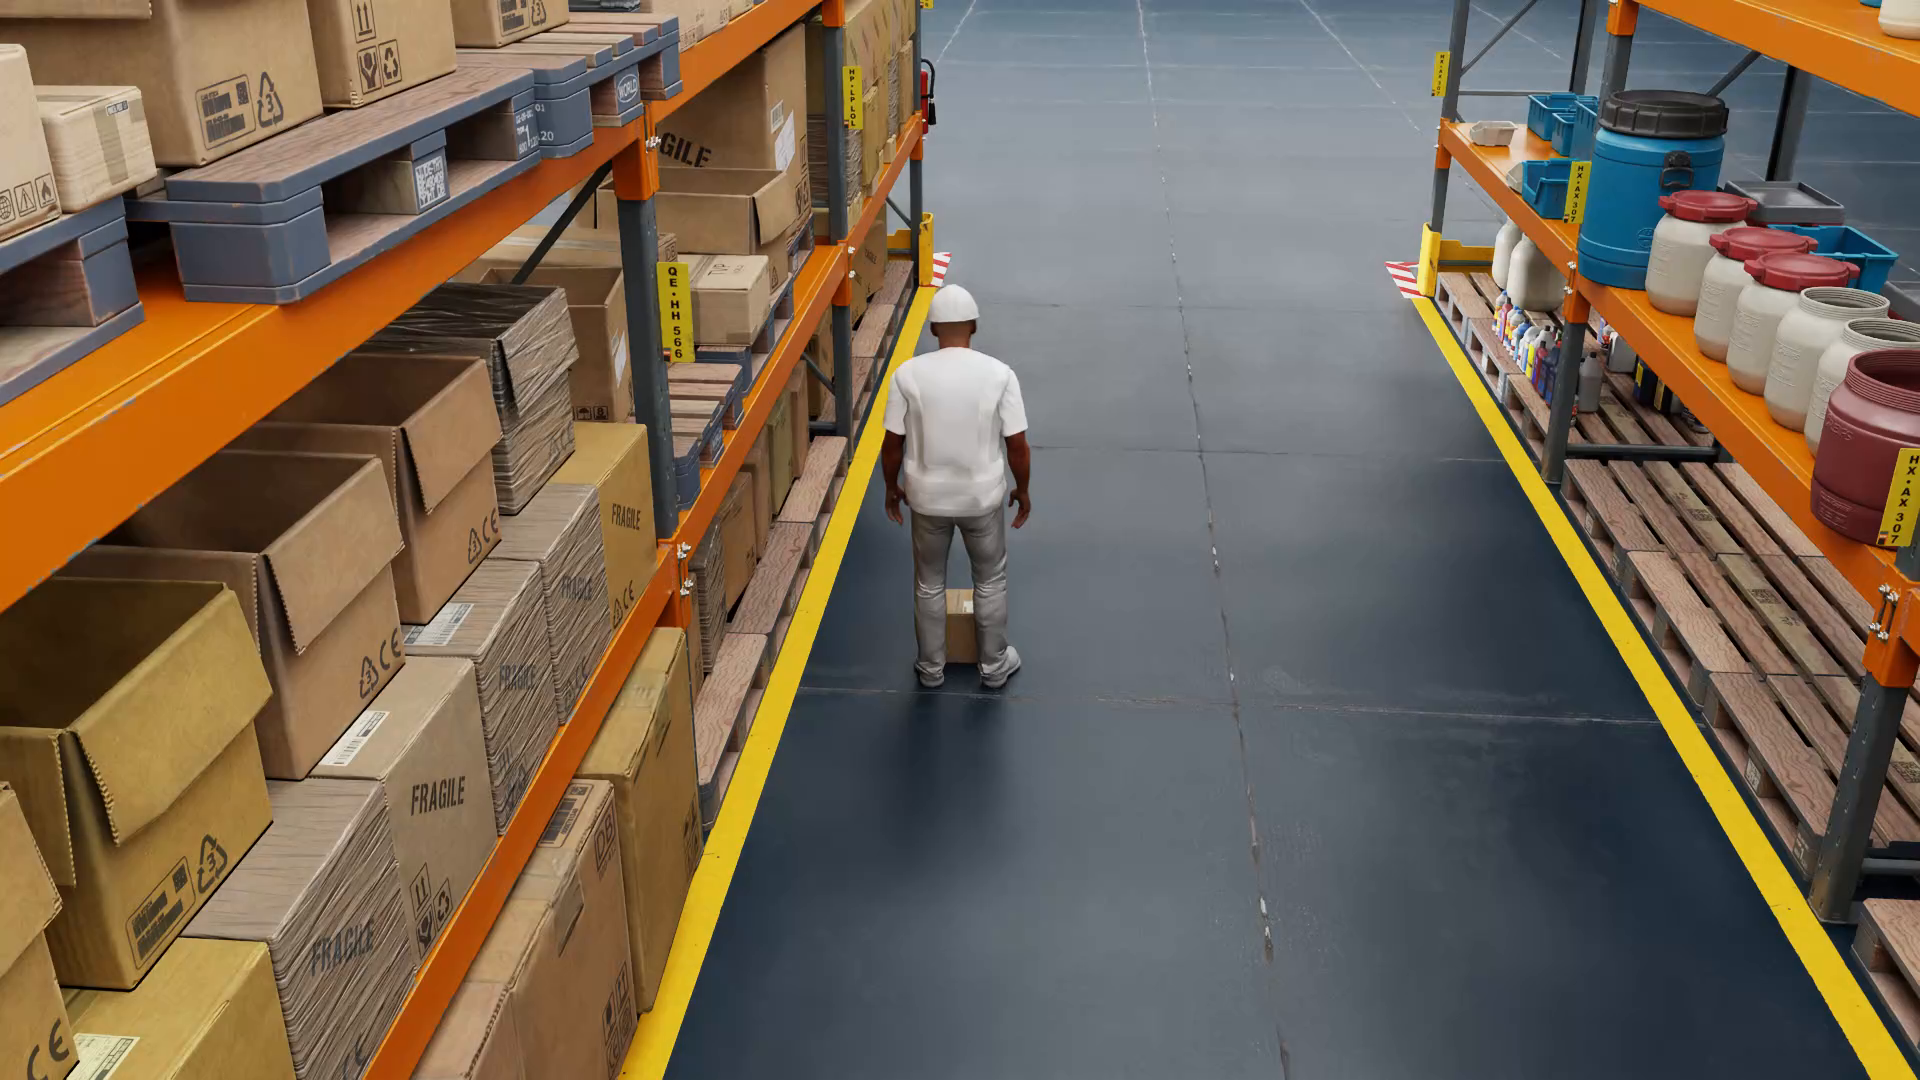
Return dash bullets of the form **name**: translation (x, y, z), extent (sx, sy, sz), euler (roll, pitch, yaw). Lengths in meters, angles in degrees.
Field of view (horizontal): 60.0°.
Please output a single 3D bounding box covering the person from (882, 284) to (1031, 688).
- **person**: translation (-0.013, -0.204, 7.032), extent (0.626, 1.761, 0.457), euler (2, 24, 4)
